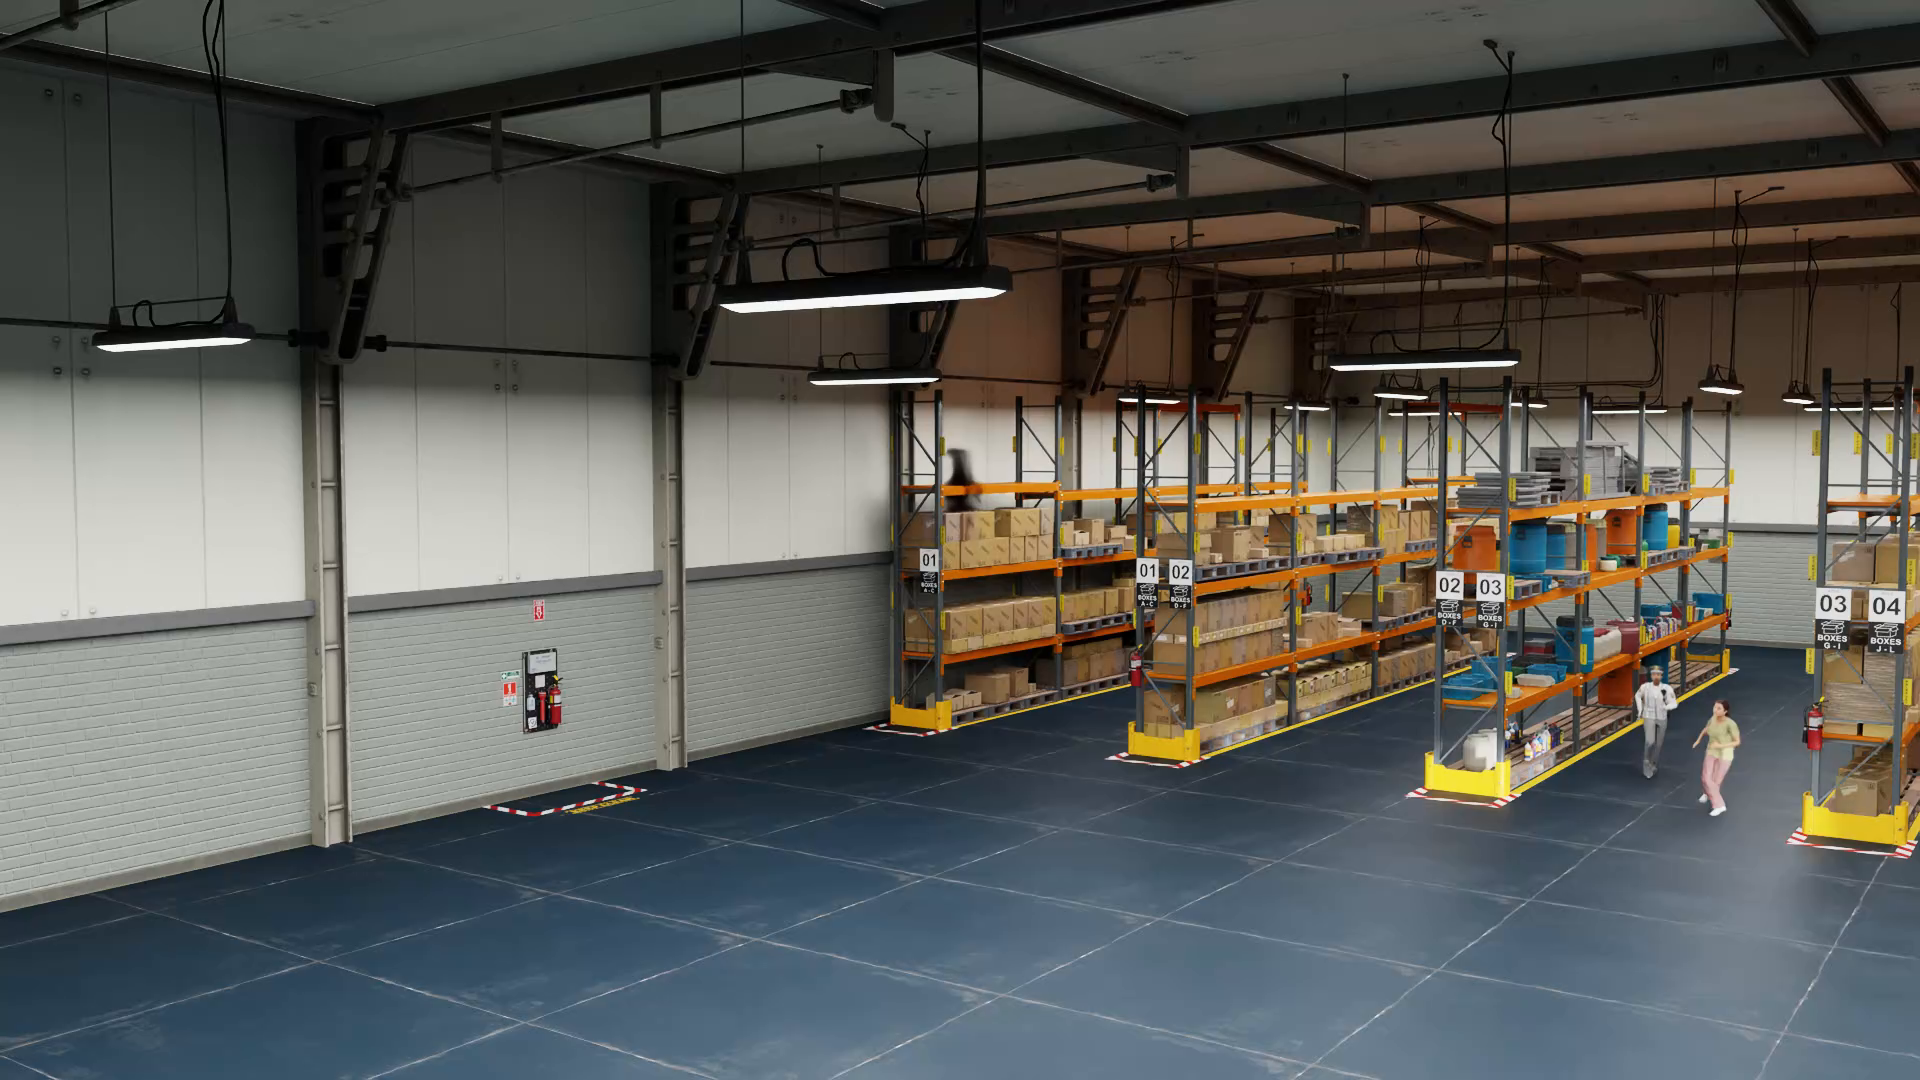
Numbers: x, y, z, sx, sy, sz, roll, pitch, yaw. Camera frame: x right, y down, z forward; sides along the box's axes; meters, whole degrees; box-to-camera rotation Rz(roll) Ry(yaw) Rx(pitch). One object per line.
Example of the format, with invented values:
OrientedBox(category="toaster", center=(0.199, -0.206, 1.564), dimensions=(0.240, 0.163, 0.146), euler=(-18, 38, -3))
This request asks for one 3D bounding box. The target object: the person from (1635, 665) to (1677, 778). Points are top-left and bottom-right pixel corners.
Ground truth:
OrientedBox(category="person", center=(10.548, 2.744, 25.181), dimensions=(0.561, 1.709, 0.662), euler=(1, 3, 15))

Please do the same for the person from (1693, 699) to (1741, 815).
OrientedBox(category="person", center=(10.374, 2.953, 22.731), dimensions=(0.612, 1.609, 0.686), euler=(-3, 4, -43))
